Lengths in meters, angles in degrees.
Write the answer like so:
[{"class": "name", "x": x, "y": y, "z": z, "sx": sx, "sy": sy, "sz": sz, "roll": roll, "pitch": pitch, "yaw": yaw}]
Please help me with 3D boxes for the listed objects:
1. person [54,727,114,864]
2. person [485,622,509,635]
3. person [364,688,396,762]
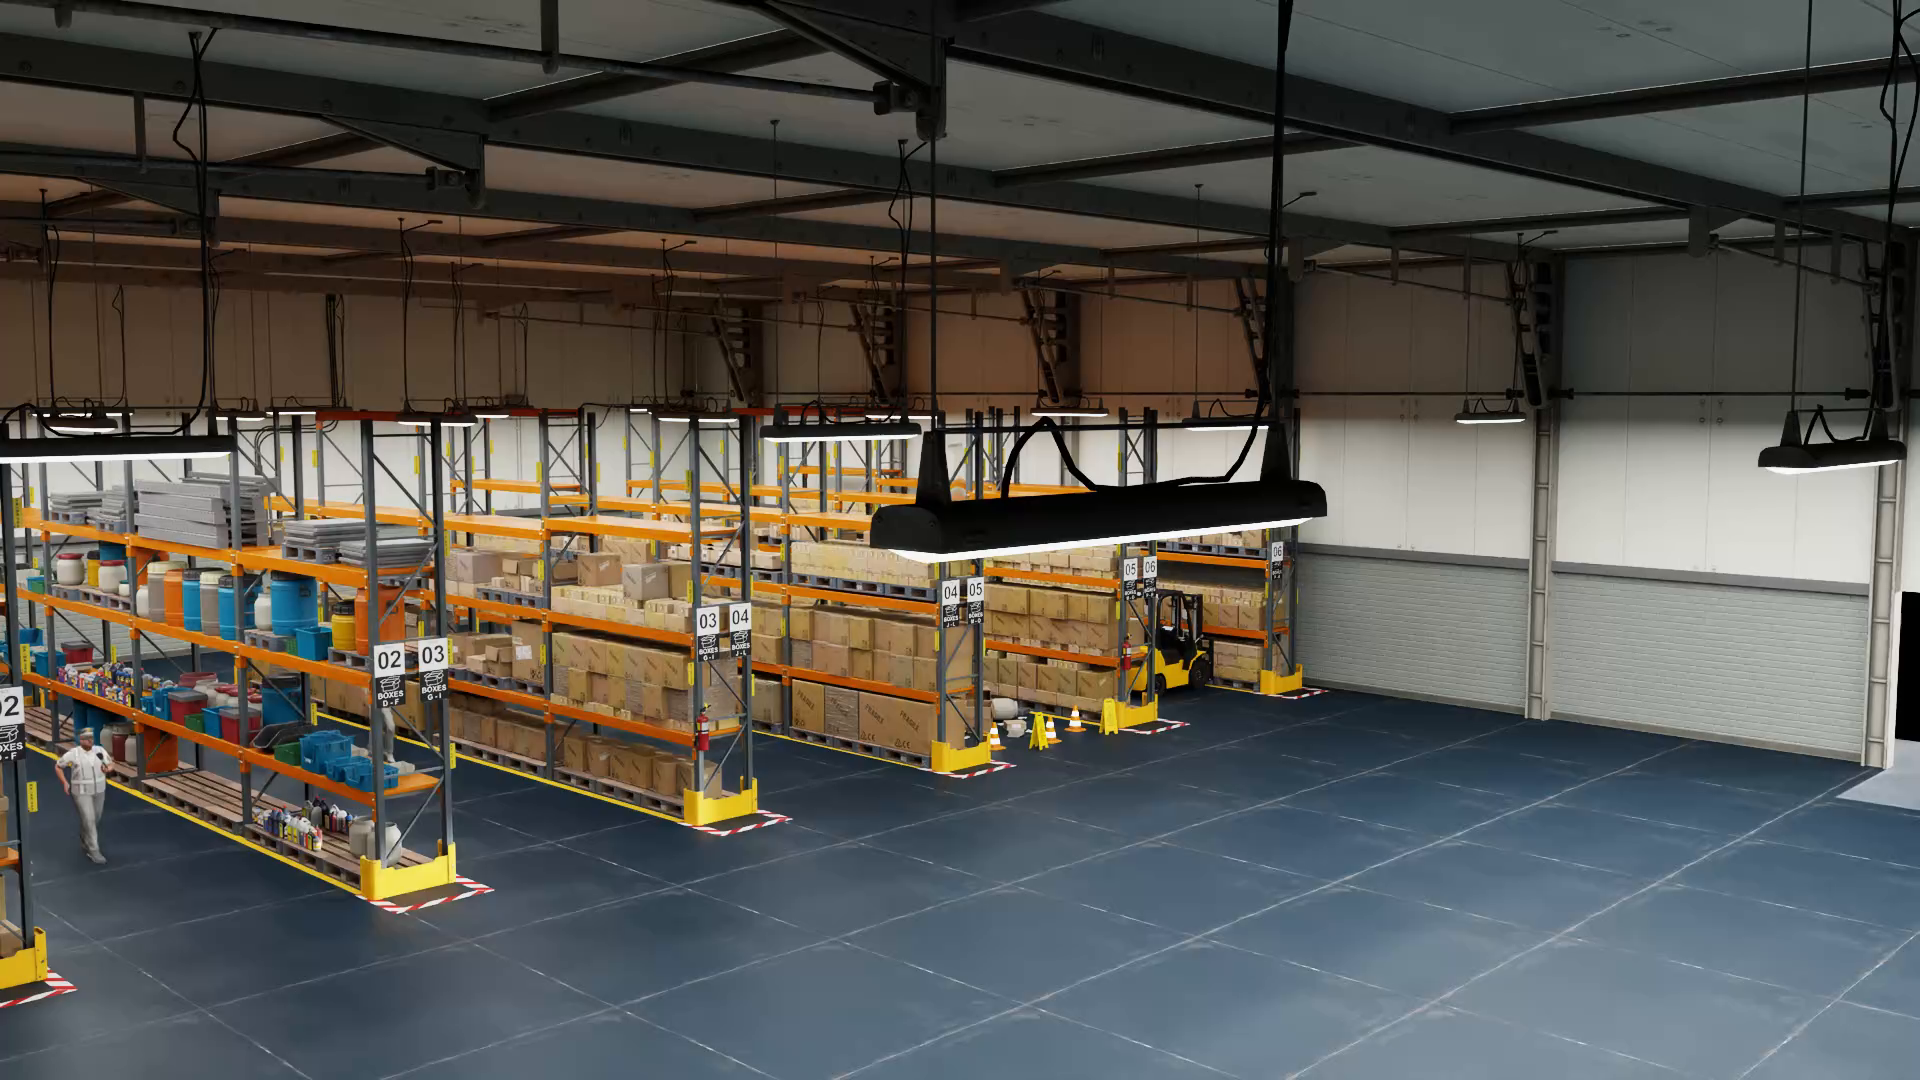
[{"class": "person", "x": -11.847, "y": 3.426, "z": 22.611, "sx": 0.954, "sy": 1.791, "sz": 0.656, "roll": 4, "pitch": 6, "yaw": 35}, {"class": "person", "x": -11.354, "y": 1.908, "z": 40.771, "sx": 0.627, "sy": 1.675, "sz": 0.646, "roll": 1, "pitch": 5, "yaw": 13}, {"class": "person", "x": -10.009, "y": 2.968, "z": 28.648, "sx": 0.546, "sy": 1.725, "sz": 0.759, "roll": -5, "pitch": 7, "yaw": -43}]
